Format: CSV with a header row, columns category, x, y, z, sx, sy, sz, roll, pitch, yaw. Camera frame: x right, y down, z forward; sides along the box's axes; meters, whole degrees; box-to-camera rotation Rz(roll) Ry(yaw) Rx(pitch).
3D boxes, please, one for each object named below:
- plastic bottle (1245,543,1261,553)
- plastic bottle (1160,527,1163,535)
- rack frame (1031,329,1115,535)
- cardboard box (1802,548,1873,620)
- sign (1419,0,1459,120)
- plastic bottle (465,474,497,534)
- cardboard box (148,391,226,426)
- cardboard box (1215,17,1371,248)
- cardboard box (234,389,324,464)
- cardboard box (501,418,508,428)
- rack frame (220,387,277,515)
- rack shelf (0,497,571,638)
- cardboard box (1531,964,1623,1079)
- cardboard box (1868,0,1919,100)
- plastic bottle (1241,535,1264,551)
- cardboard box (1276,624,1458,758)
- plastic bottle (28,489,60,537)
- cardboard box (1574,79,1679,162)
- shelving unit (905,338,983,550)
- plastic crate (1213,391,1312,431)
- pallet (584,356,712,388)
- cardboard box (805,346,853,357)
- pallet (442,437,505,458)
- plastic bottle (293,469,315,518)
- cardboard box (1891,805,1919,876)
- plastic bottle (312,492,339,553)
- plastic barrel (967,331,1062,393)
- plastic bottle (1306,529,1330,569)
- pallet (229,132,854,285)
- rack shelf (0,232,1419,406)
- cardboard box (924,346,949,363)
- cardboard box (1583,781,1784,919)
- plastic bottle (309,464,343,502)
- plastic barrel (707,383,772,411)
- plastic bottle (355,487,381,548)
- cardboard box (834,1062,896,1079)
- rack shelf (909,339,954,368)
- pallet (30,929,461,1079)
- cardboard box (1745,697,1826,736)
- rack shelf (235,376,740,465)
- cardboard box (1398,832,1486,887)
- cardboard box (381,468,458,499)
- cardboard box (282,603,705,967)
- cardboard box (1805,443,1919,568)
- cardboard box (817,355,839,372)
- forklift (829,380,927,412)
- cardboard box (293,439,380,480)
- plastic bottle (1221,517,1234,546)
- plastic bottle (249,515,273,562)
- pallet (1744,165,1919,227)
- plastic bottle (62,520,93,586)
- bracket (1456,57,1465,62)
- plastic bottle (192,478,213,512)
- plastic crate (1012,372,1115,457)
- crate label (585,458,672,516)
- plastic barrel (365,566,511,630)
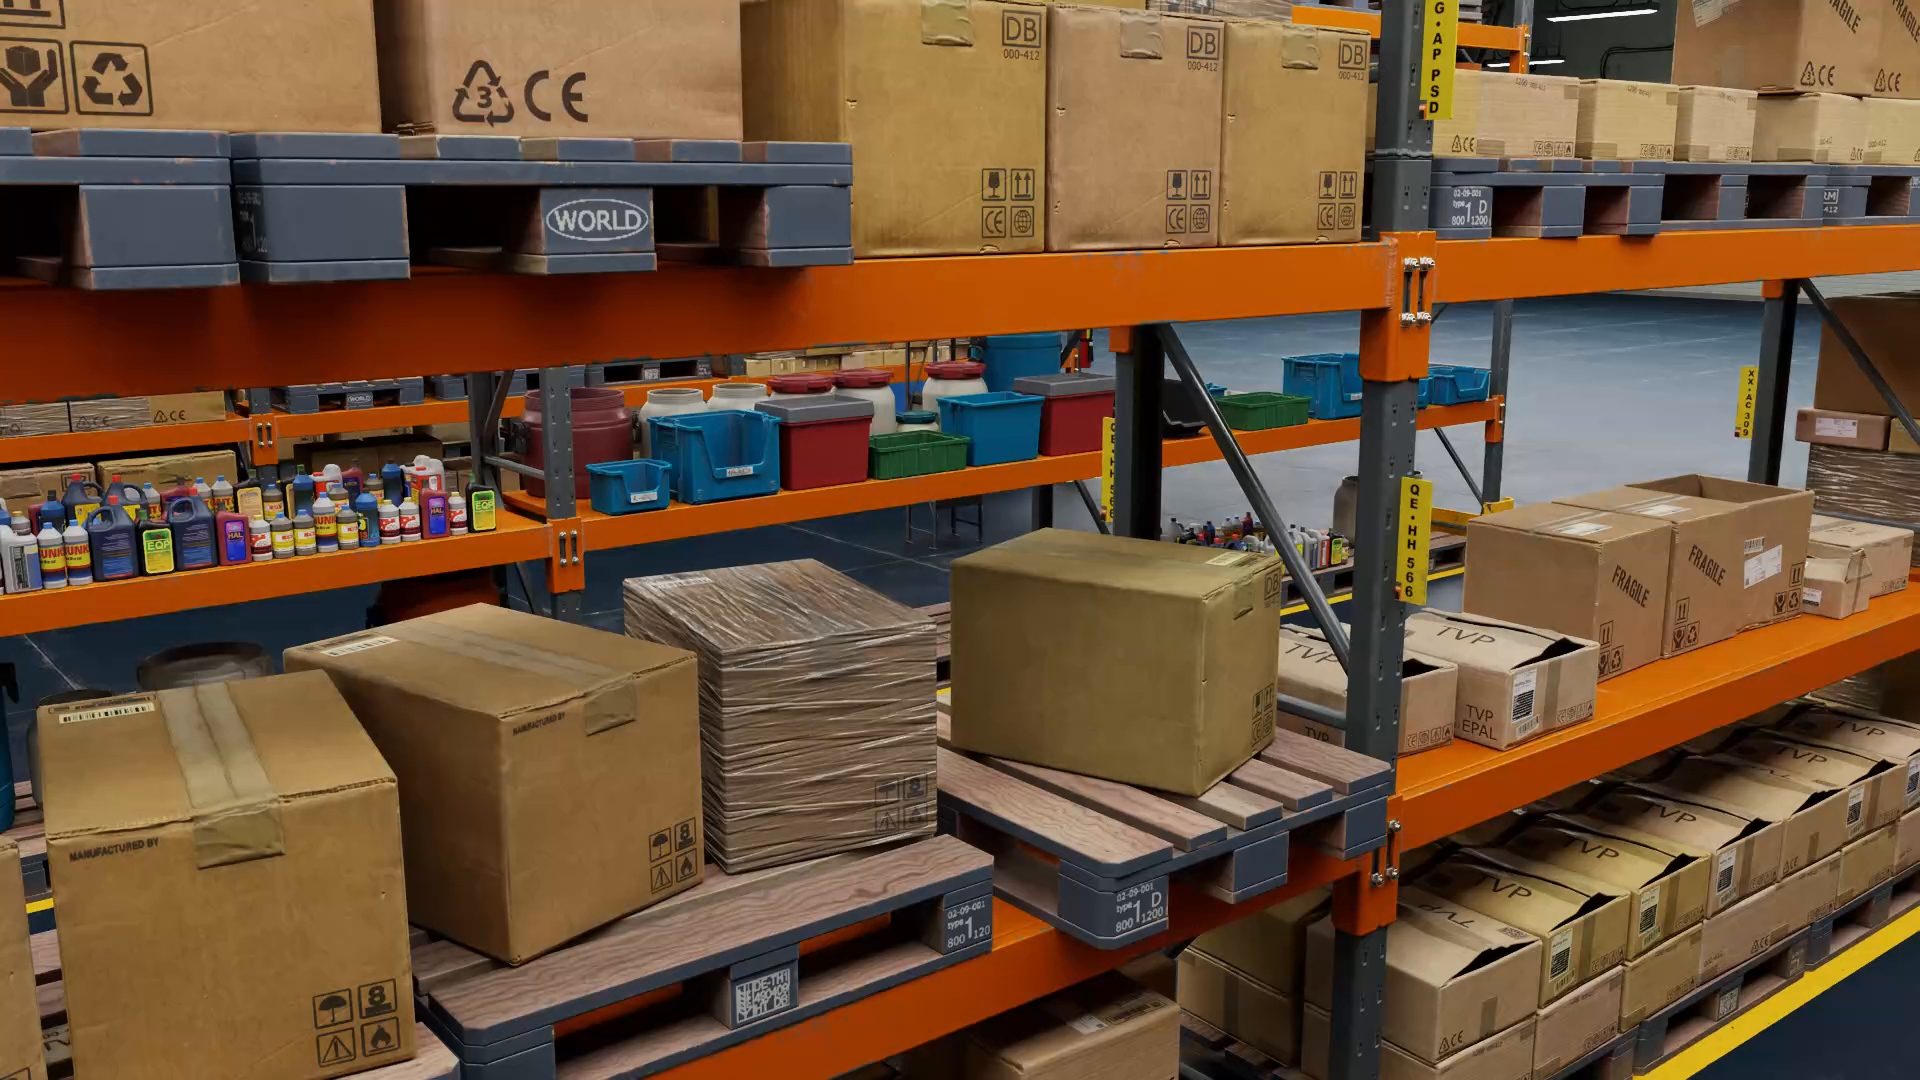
category,x,y,z,sx,sy,sz,roll,pitch,yaw
plastic bottle,2.046,0.158,11.642,0.133,0.283,0.061,-9,15,-35
plastic bottle,1.428,0.052,12.144,0.133,0.283,0.061,-8,14,-34
rack frame,0.854,-0.879,11.045,0.127,3.000,1.000,-9,15,-38
cardboard box,3.374,0.135,6.595,0.258,0.266,0.396,-10,16,-39
sign,1.160,-1.188,4.034,0.005,0.325,0.100,-9,15,-38
plastic bottle,-2.318,-0.181,8.040,0.133,0.283,0.061,-9,15,-38
cardboard box,-5.594,-1.108,11.883,0.500,0.500,0.500,-9,15,-36
cardboard box,0.503,-1.010,4.200,0.500,0.500,0.910,-9,15,-38
cardboard box,-7.171,-1.264,17.264,0.750,0.750,1.050,-9,15,-37
cardboard box,-4.725,-1.736,19.186,0.875,0.875,0.875,-9,15,-37
rack frame,-5.363,-1.163,12.384,0.127,3.000,1.000,-9,15,-38
rack shelf,-3.831,0.252,7.453,4.000,0.370,1.077,-9,15,-38
cardboard box,1.807,1.498,5.460,0.500,0.250,0.500,-10,16,-39
cardboard box,3.440,-1.967,6.495,0.500,0.500,0.500,-9,15,-37
plastic bottle,2.111,0.101,11.931,0.135,0.276,0.152,-9,15,-38
cardboard box,1.134,0.448,5.013,0.500,0.311,0.500,-8,15,-34
plastic bottle,-4.169,-0.085,7.588,0.133,0.283,0.061,-9,15,-38
cardboard box,1.993,-1.366,5.470,0.500,0.250,0.500,-10,15,-39
shelving unit,-0.129,-1.006,13.810,0.503,2.100,0.431,-9,15,-38
plastic crate,2.091,-0.905,11.681,0.662,0.188,0.450,-9,15,-38
pallet,-2.928,-1.513,14.492,1.213,0.211,1.003,-9,15,-38
cardboard box,-1.437,-1.984,15.293,0.500,0.500,0.875,-9,15,-38
pallet,-5.815,-1.023,18.439,1.213,0.211,1.003,-9,15,-38
plastic bottle,-3.240,-0.212,8.217,0.097,0.271,0.097,0,12,0
cardboard box,3.803,1.166,7.026,0.500,0.250,0.500,-10,15,-38
plastic bottle,-2.904,-0.082,7.605,0.097,0.271,0.097,0,12,0
plastic barrel,0.363,-1.123,10.988,0.708,0.901,0.600,-9,15,-38
plastic bottle,2.604,0.057,12.136,0.135,0.276,0.152,-9,15,-37
pallet,-0.940,-0.620,3.059,1.003,0.211,1.213,-9,15,-38
rack shelf,-0.739,-0.412,3.356,4.000,0.370,1.077,-9,15,-38
cardboard box,-0.316,-1.796,15.970,0.250,0.149,0.380,-9,15,-38
cardboard box,2.620,1.087,6.046,0.500,0.311,0.500,-10,15,-38
plastic bottle,-3.170,-0.235,8.313,0.135,0.276,0.152,-9,15,-38
plastic barrel,-1.270,-0.637,9.638,0.421,0.512,0.421,0,12,0
plastic bottle,-2.752,-0.108,7.724,0.097,0.271,0.097,0,12,0
cardboard box,-0.512,1.598,4.342,0.500,0.500,0.500,-10,15,-38
rack shelf,-0.129,-1.677,13.667,0.480,0.518,0.431,-9,15,-38
pallet,-1.609,0.971,2.795,1.213,0.211,1.003,-9,15,-38
cardboard box,3.467,0.804,7.381,0.500,0.311,0.500,-9,15,-37
rack shelf,-3.802,-1.071,13.681,4.000,0.370,1.077,-9,15,-38
cardboard box,1.479,1.133,5.829,0.500,0.311,0.500,-10,15,-39
cardboard box,-4.427,-0.320,13.371,0.500,0.500,0.700,-11,16,-42
cardboard box,-0.960,0.470,3.443,0.700,0.500,0.500,9,15,36
cardboard box,4.288,-0.182,7.525,0.500,0.500,0.700,-10,16,-39
cardboard box,-1.313,-1.639,15.233,0.250,0.149,0.380,-9,15,-38
forklift,-1.809,-2.365,18.212,3.031,2.935,1.130,-8,15,-34
cardboard box,-4.859,-0.614,12.952,0.500,0.250,0.500,-9,15,-35
plastic bottle,2.022,-0.036,12.586,0.097,0.271,0.097,0,12,0
plastic bottle,-3.132,-0.010,7.434,0.097,0.201,0.097,0,12,0
pallet,3.265,-1.332,6.418,1.217,0.209,0.805,-10,16,-40
plastic bottle,-3.705,0.051,6.978,0.097,0.271,0.097,0,12,0
bracket,13.806,-13.145,45.705,0.430,0.232,0.235,-9,15,-38
plastic bottle,-3.638,-0.162,7.982,0.097,0.271,0.097,0,12,0
plastic crate,0.667,-0.797,10.509,0.583,0.464,0.402,-9,15,-38
crate label,-1.706,-0.272,8.589,0.416,0.233,0.303,-9,15,-38
plastic barrel,-2.640,0.563,8.470,0.708,0.830,0.600,-9,15,-38
